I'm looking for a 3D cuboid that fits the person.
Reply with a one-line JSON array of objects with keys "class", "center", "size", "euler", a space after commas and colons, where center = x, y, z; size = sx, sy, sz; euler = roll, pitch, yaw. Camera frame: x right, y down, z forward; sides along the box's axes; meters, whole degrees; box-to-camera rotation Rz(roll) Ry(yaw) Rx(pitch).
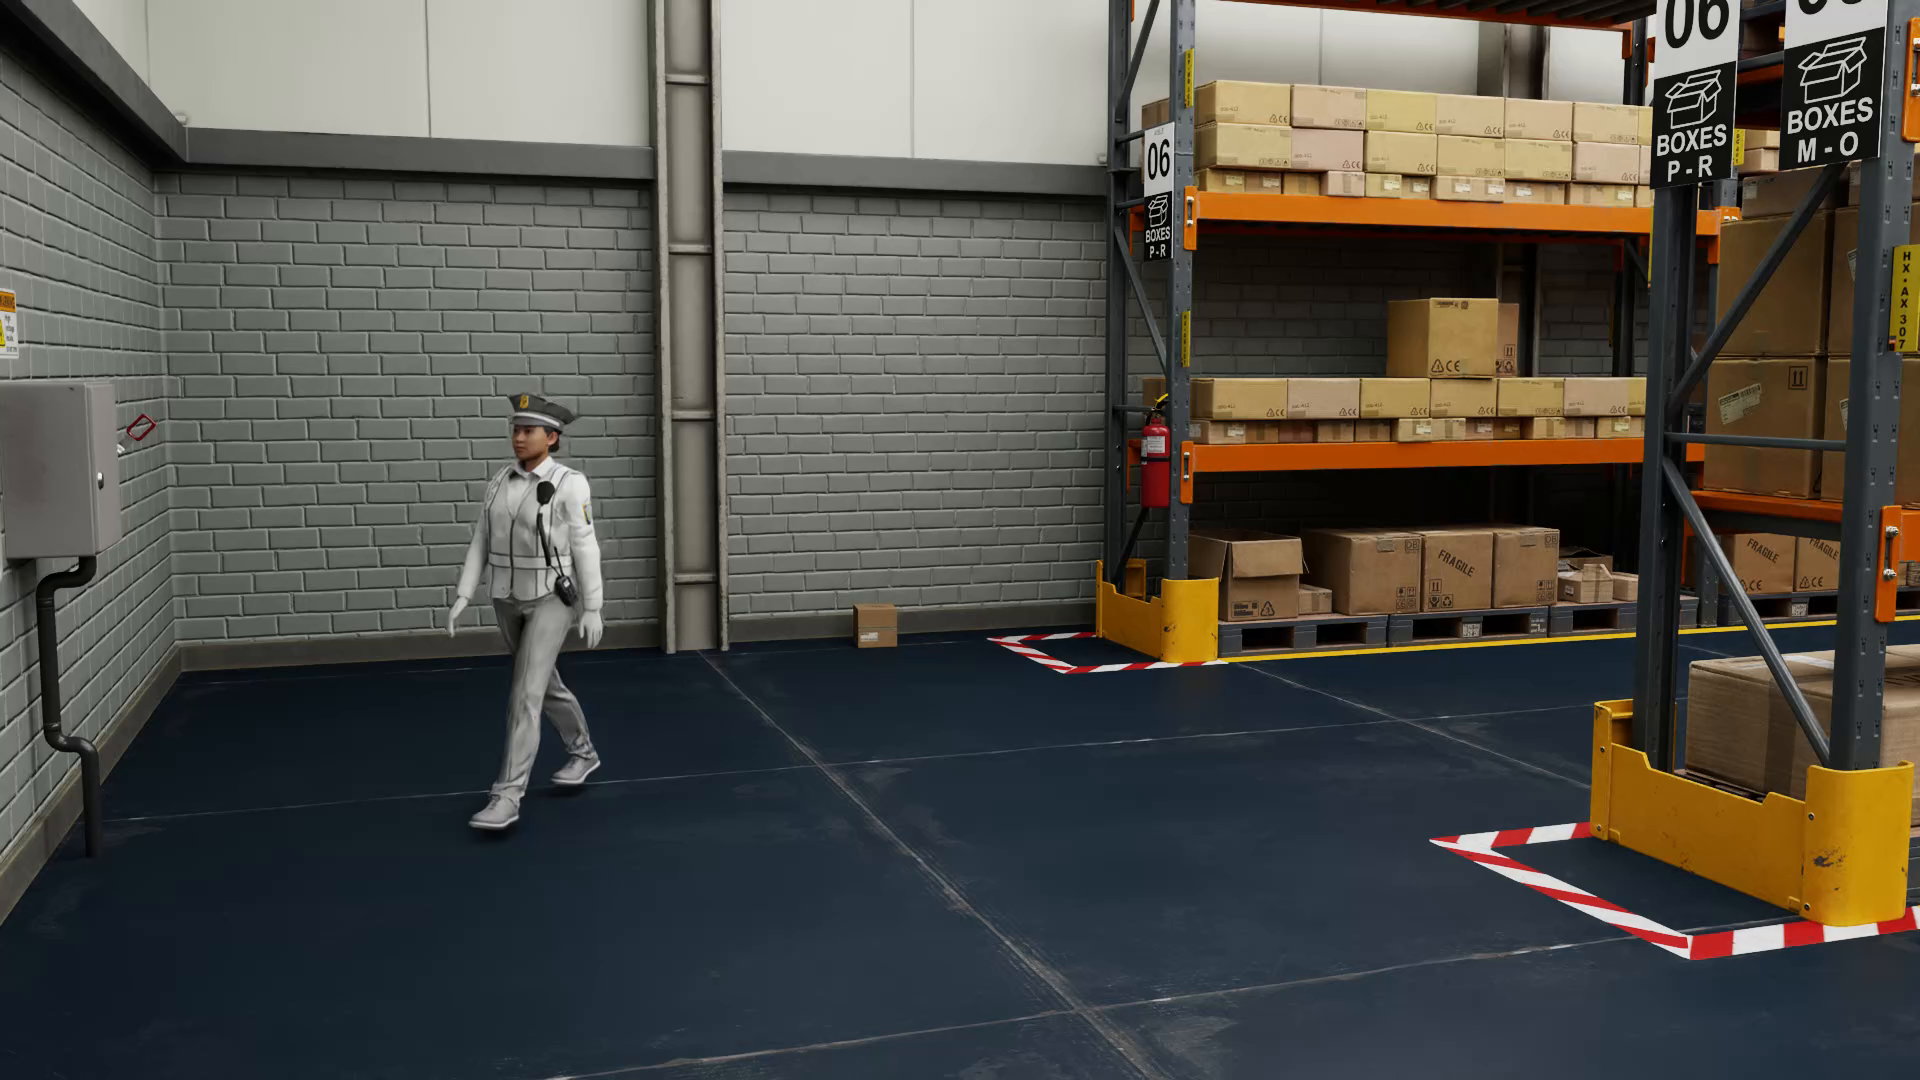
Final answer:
[{"class": "person", "center": [-1.720, 0.239, 6.537], "size": [0.514, 1.632, 0.976], "euler": [2, 6, 23]}]
